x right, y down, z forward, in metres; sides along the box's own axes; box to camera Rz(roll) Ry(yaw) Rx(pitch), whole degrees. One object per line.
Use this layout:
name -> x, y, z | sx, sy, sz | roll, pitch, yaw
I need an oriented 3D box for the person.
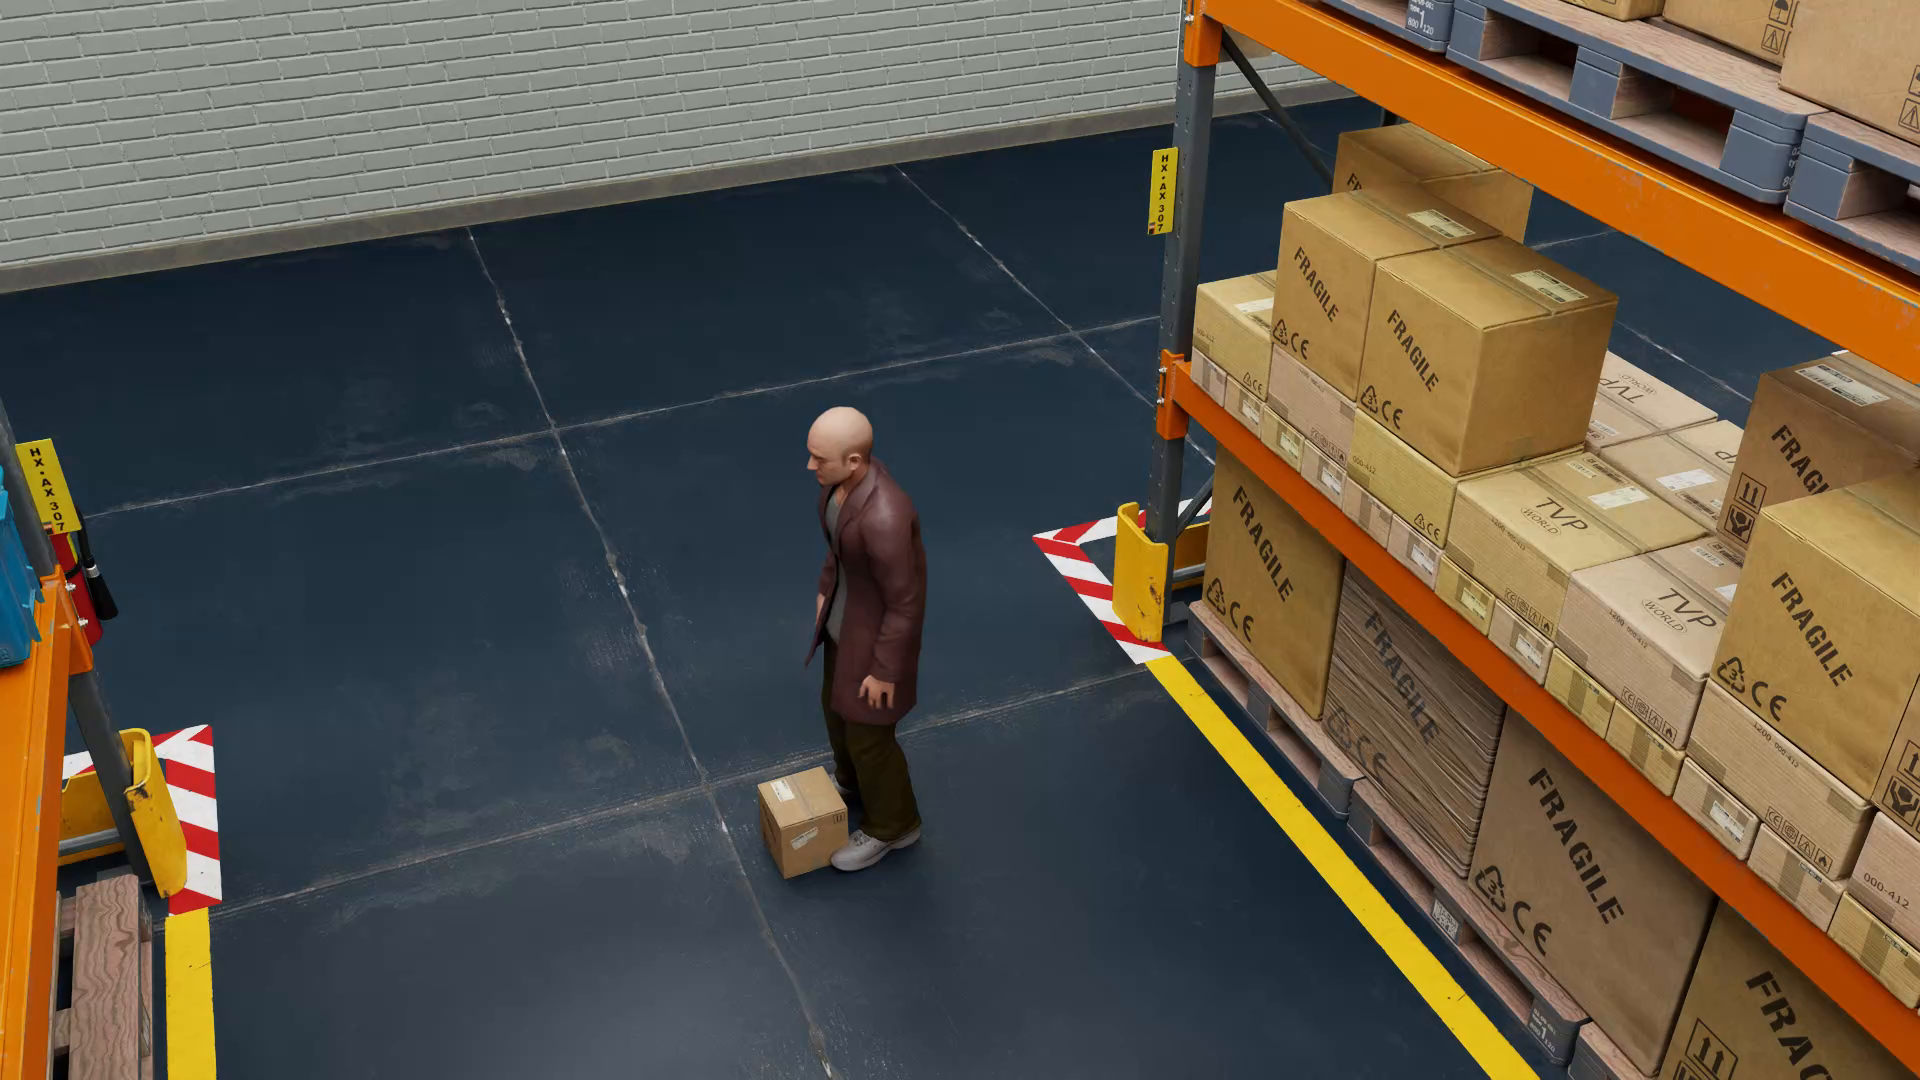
person -> -0.336, 0.318, 5.665 | 0.427, 1.773, 0.640 | -13, 35, -19
